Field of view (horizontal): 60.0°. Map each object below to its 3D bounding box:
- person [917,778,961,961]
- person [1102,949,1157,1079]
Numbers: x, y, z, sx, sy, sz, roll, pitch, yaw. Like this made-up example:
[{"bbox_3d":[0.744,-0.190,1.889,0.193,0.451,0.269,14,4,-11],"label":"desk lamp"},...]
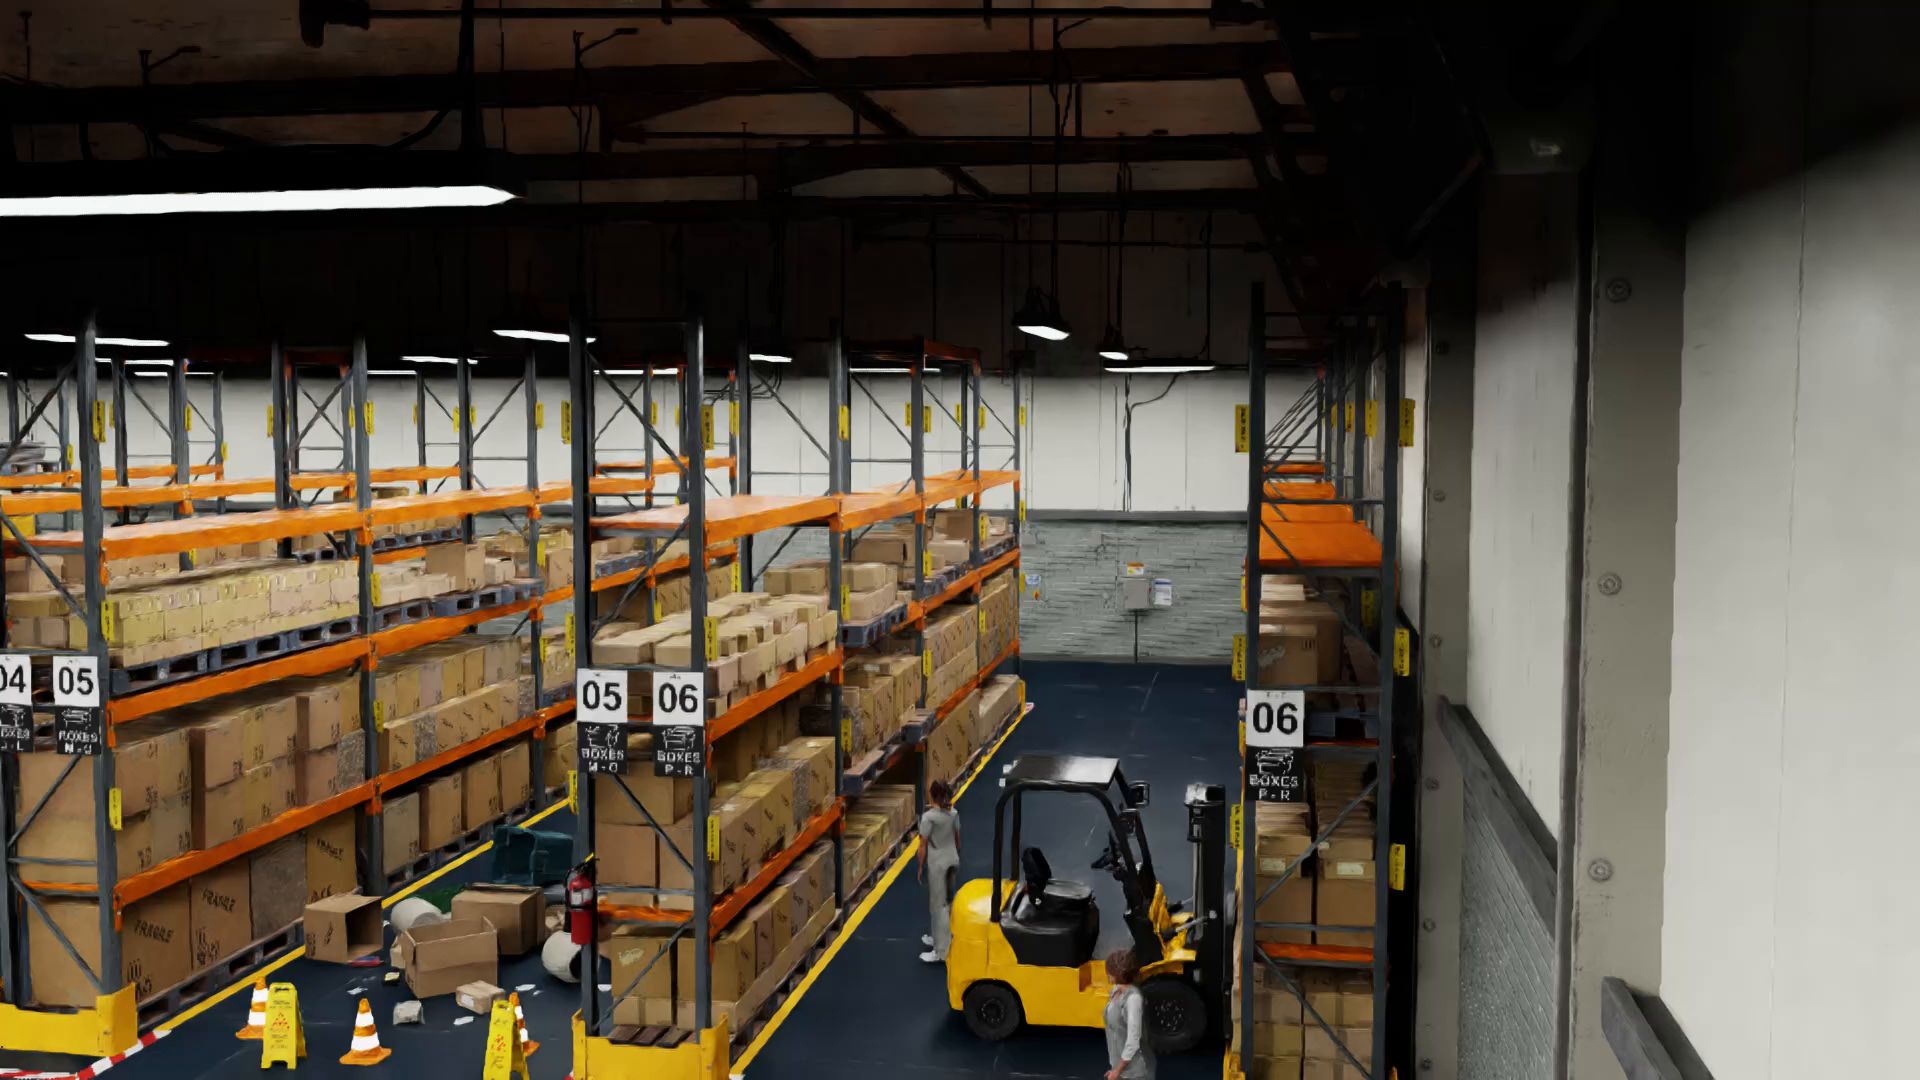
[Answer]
[{"bbox_3d":[-0.215,3.058,15.634,0.569,1.668,0.563,4,6,43],"label":"person"},{"bbox_3d":[1.174,3.491,11.006,0.638,1.586,0.444,-1,5,-17],"label":"person"}]
